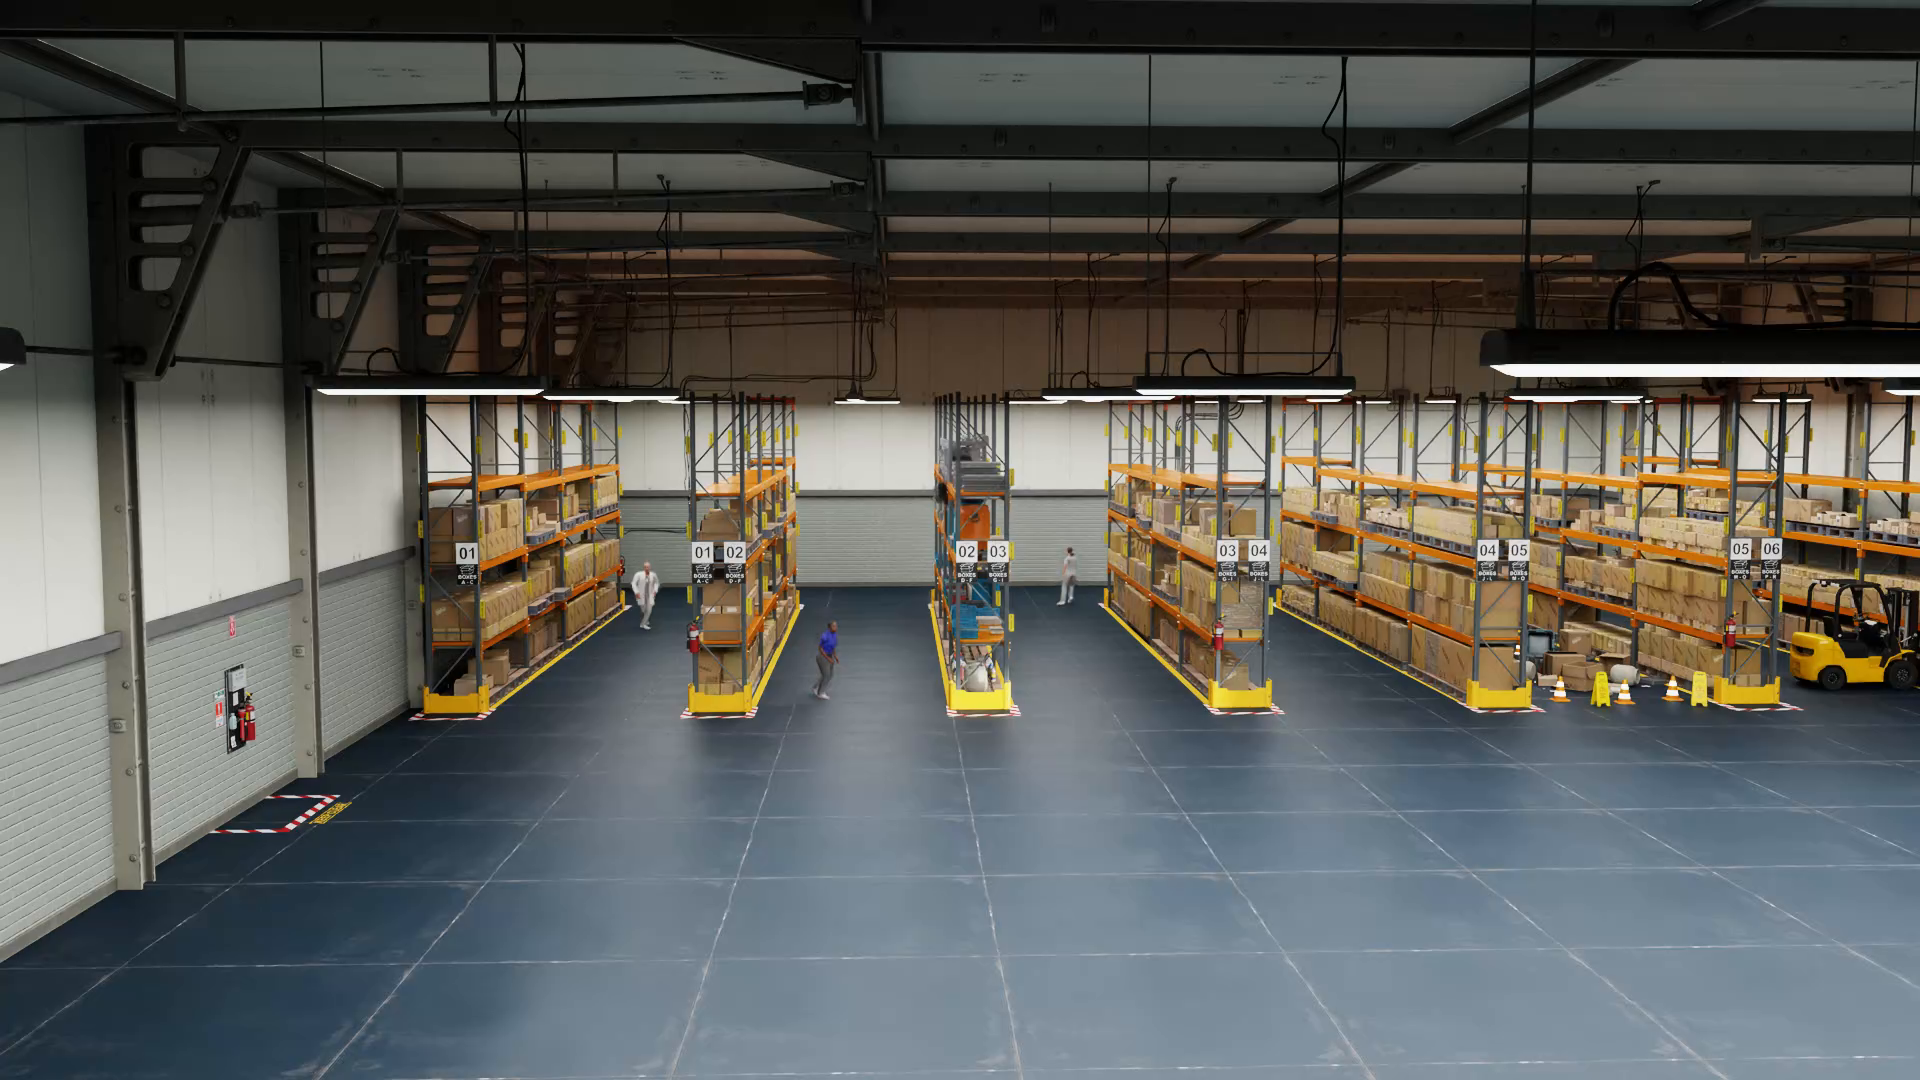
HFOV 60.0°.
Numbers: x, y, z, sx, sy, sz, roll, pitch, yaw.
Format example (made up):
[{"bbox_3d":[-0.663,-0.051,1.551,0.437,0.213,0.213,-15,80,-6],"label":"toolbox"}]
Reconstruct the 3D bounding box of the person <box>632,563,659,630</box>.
[{"bbox_3d":[-8.111,1.435,42.903,0.716,1.717,0.637,-2,5,-18],"label":"person"}]

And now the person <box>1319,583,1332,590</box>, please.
[{"bbox_3d":[10.672,1.029,48.731,0.615,1.606,0.613,4,6,40],"label":"person"}]

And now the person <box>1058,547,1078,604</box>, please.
[{"bbox_3d":[3.141,1.031,48.148,0.566,1.659,0.415,-2,5,-20],"label":"person"}]

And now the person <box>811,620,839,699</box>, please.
[{"bbox_3d":[-2.674,2.334,32.591,0.718,1.588,0.570,2,5,26],"label":"person"}]
